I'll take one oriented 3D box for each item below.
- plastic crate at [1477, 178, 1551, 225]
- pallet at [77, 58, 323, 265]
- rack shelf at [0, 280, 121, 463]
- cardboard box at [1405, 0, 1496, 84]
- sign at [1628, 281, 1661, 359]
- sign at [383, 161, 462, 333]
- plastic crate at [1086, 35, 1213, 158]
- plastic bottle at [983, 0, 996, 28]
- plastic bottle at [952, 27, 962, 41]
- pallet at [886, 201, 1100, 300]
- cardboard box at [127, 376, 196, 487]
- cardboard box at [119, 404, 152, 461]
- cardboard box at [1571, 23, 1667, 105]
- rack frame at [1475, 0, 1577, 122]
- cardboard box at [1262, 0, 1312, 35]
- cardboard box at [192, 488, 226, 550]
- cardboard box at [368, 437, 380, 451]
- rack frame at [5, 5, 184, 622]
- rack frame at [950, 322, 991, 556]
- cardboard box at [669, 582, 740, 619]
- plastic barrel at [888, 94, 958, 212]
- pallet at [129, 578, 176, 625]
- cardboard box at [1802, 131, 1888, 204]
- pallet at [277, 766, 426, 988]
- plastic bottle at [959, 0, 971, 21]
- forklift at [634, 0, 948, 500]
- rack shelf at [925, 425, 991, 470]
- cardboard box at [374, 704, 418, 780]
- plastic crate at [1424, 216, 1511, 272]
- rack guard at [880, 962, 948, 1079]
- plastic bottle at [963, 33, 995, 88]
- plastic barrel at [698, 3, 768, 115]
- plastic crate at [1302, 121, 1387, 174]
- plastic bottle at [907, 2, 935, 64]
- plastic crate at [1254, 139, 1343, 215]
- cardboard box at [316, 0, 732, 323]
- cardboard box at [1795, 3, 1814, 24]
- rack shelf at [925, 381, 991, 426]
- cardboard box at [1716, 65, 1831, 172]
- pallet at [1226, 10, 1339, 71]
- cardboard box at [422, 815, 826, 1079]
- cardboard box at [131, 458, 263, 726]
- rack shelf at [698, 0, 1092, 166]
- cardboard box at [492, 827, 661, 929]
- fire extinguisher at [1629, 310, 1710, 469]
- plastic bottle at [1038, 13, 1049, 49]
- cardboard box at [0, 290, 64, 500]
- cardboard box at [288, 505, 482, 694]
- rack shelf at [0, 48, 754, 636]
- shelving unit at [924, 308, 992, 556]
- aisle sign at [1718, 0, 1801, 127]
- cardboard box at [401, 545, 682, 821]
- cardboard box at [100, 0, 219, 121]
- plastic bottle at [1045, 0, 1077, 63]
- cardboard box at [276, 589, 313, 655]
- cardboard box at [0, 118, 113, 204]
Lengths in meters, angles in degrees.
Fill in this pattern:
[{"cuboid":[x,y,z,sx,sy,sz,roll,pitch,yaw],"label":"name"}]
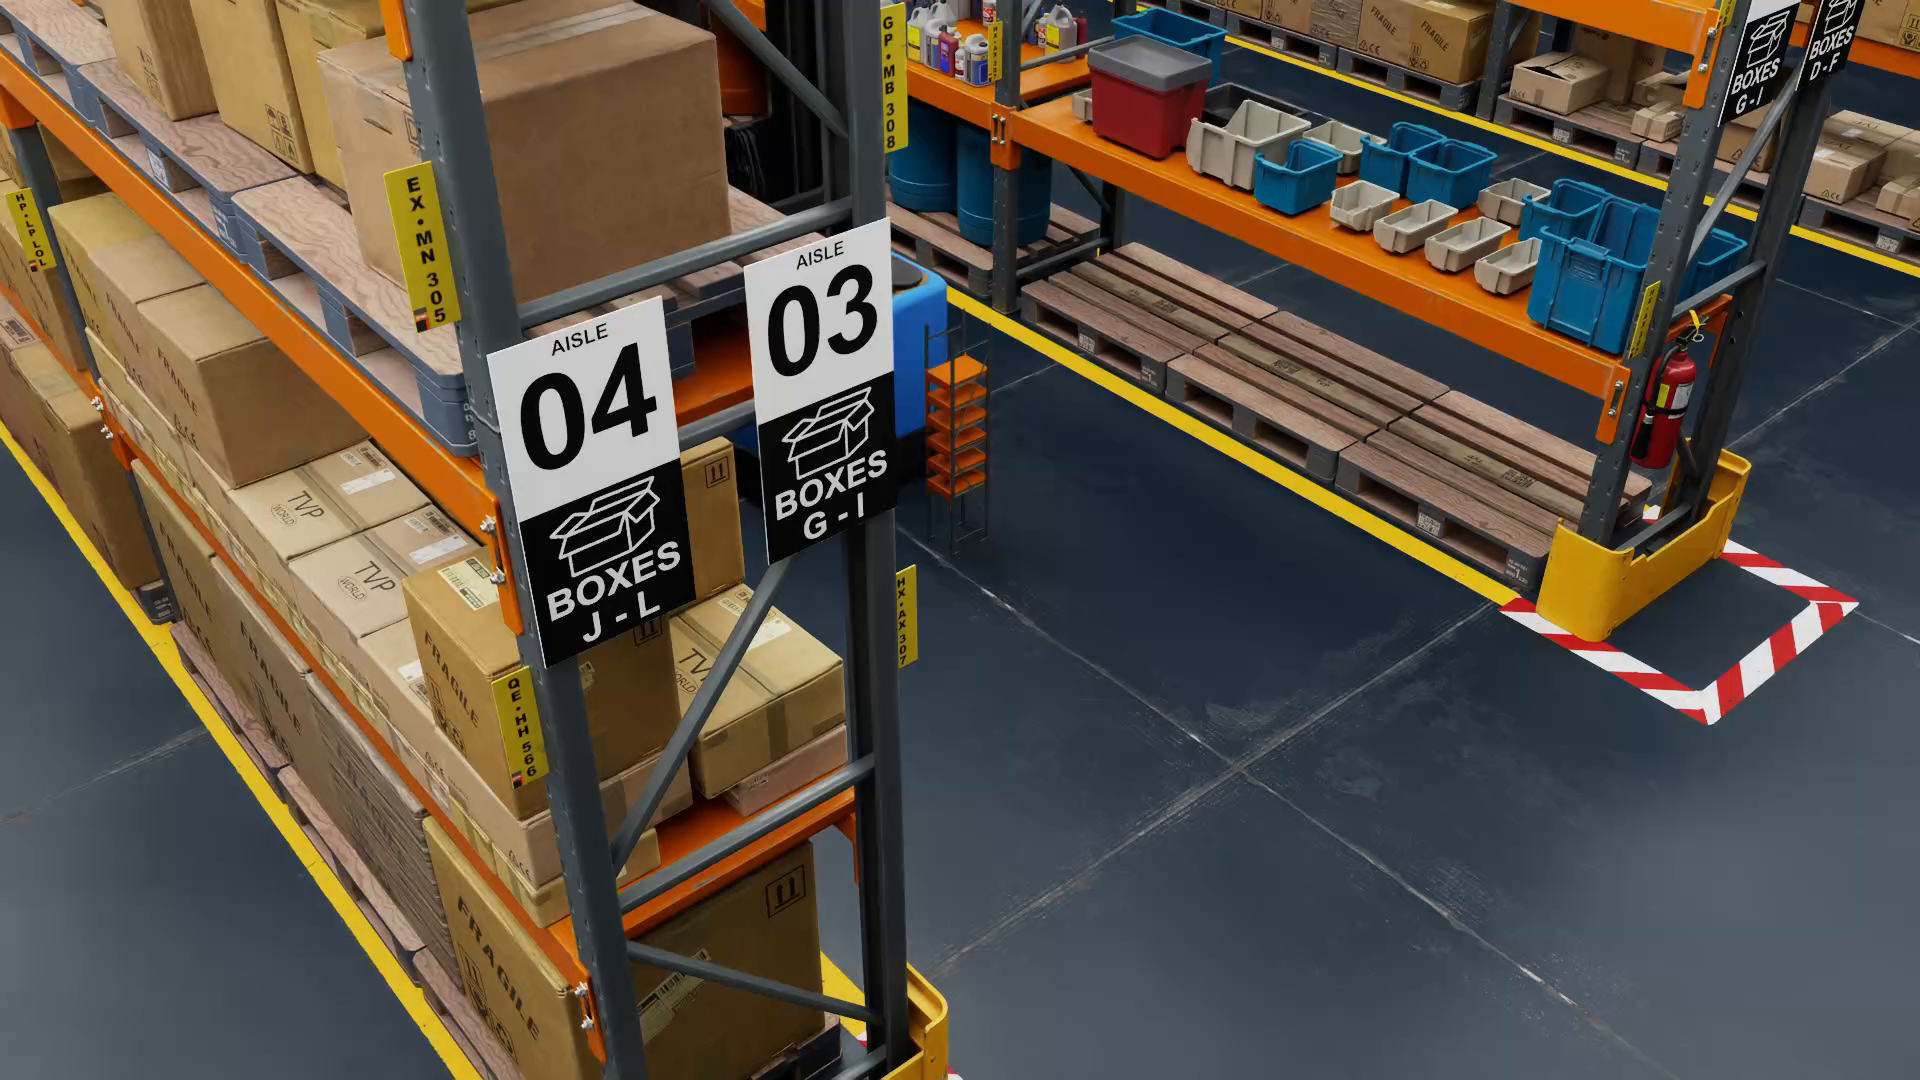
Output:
[{"cuboid":[2.709,-1.661,8.176,0.250,0.136,0.298,-26,43,-32],"label":"plastic crate"},{"cuboid":[-1.864,-1.243,4.892,1.003,0.211,1.213,-26,43,-32],"label":"pallet"},{"cuboid":[-4.457,-1.548,8.463,1.077,0.370,4.000,-26,43,-32],"label":"rack shelf"},{"cuboid":[3.866,-3.922,12.975,0.500,0.500,0.500,-26,43,-32],"label":"cardboard box"},{"cuboid":[2.788,-0.894,6.776,0.100,0.325,0.005,-26,43,-32],"label":"sign"},{"cuboid":[-1.009,-0.550,3.138,0.100,0.325,0.005,-26,43,-32],"label":"sign"},{"cuboid":[1.002,-2.369,8.893,0.402,0.464,0.583,-26,43,-32],"label":"plastic crate"},{"cuboid":[0.194,-3.381,10.600,0.097,0.201,0.097,0,35,0],"label":"plastic bottle"},{"cuboid":[-0.037,-2.995,10.055,0.097,0.201,0.097,0,35,0],"label":"plastic bottle"},{"cuboid":[0.151,-2.025,10.926,1.003,0.211,1.213,-26,43,-32],"label":"pallet"},{"cuboid":[-2.746,-0.493,6.223,0.500,0.250,0.500,-26,43,-32],"label":"cardboard box"},{"cuboid":[-3.060,-0.486,6.558,0.380,0.149,0.250,-28,44,-33],"label":"cardboard box"},{"cuboid":[4.988,-3.666,12.613,0.500,0.500,0.500,-26,43,-32],"label":"cardboard box"},{"cuboid":[4.403,-4.652,12.223,1.000,3.000,0.127,-26,43,-32],"label":"rack frame"},{"cuboid":[2.900,-4.589,13.917,0.500,0.500,0.500,-28,44,-33],"label":"cardboard box"},{"cuboid":[-2.554,-0.141,6.072,0.380,0.149,0.250,-27,43,-32],"label":"cardboard box"},{"cuboid":[-2.016,-0.469,6.190,0.500,0.250,0.500,-25,42,-31],"label":"cardboard box"},{"cuboid":[-3.167,-0.959,7.009,1.000,3.000,0.127,-26,43,-32],"label":"rack frame"},{"cuboid":[0.050,-0.456,7.855,0.240,1.200,0.006,-26,43,-32],"label":"rack frame"},{"cuboid":[-1.029,0.207,5.234,0.500,0.250,0.500,-27,43,-32],"label":"cardboard box"},{"cuboid":[-0.178,-2.680,10.892,0.600,0.901,0.708,-26,43,-32],"label":"plastic barrel"},{"cuboid":[-3.722,-0.134,8.256,1.003,0.211,1.213,-26,43,-32],"label":"pallet"},{"cuboid":[5.855,-2.522,11.214,0.500,0.250,0.500,-26,43,-32],"label":"cardboard box"},{"cuboid":[-1.944,1.083,6.538,1.003,0.211,1.213,-26,43,-32],"label":"pallet"},{"cuboid":[0.012,-3.511,10.719,0.152,0.276,0.135,-26,43,-32],"label":"plastic bottle"},{"cuboid":[-1.401,-2.063,8.627,1.130,2.935,3.031,-27,43,-33],"label":"forklift"},{"cuboid":[-0.009,-0.460,7.938,0.258,0.103,0.180,-26,43,-32],"label":"rack shelf"},{"cuboid":[-1.558,0.539,5.111,0.380,0.149,0.250,-25,42,-31],"label":"cardboard box"},{"cuboid":[2.358,-1.383,7.784,0.396,0.136,0.243,-26,43,-32],"label":"plastic crate"},{"cuboid":[-0.570,1.838,5.223,1.175,0.500,0.348,-26,43,-32],"label":"rack guard"},{"cuboid":[0.116,-2.809,9.728,0.152,0.276,0.135,-26,43,-32],"label":"plastic bottle"},{"cuboid":[-1.636,-3.648,12.320,0.600,0.830,0.708,-26,43,-32],"label":"plastic barrel"},{"cuboid":[1.970,-2.066,8.749,0.293,0.136,0.466,-26,43,-32],"label":"plastic crate"},{"cuboid":[-0.226,-3.070,10.032,0.144,0.351,0.185,-26,43,-32],"label":"plastic bottle"},{"cuboid":[1.677,-1.807,8.300,0.416,0.233,0.300,-26,43,-32],"label":"plastic crate"},{"cuboid":[-0.962,-0.880,3.765,0.700,0.500,0.500,-29,44,-34],"label":"cardboard box"},{"cuboid":[5.507,-3.696,10.786,0.500,0.500,0.500,-27,43,-32],"label":"cardboard box"},{"cuboid":[-0.009,-0.656,7.799,0.258,0.103,0.180,-26,43,-32],"label":"rack shelf"},{"cuboid":[5.620,-2.985,11.649,0.797,0.503,0.637,-26,43,-32],"label":"cardboard box"},{"cuboid":[3.058,-4.398,14.277,1.003,0.211,1.213,-26,43,-32],"label":"pallet"},{"cuboid":[-1.059,1.250,5.365,0.875,0.875,0.875,-26,43,-32],"label":"cardboard box"},{"cuboid":[-2.802,0.058,7.048,0.875,0.875,0.875,-26,43,-32],"label":"cardboard box"},{"cuboid":[-0.674,-3.396,11.072,1.077,0.370,4.000,-26,43,-32],"label":"rack shelf"},{"cuboid":[-1.067,0.875,4.636,0.380,0.149,0.250,-25,42,-31],"label":"cardboard box"},{"cuboid":[2.948,-0.620,6.920,0.296,0.674,0.183,-26,43,-32],"label":"fire extinguisher"},{"cuboid":[0.532,-3.149,10.273,0.097,0.201,0.097,0,35,0],"label":"plastic bottle"},{"cuboid":[-4.172,-0.933,8.446,1.225,0.875,0.875,-28,44,-33],"label":"cardboard box"},{"cuboid":[-1.756,0.183,5.268,0.500,0.250,0.500,-28,44,-33],"label":"cardboard box"},{"cuboid":[-1.876,-1.006,5.103,1.077,0.370,4.000,-26,43,-32],"label":"rack shelf"},{"cuboid":[-0.009,-0.496,7.912,0.258,1.200,0.189,-26,43,-32],"label":"shelving unit"},{"cuboid":[3.021,-1.960,6.173,0.394,0.787,0.004,-26,43,-32],"label":"aisle sign"},{"cuboid":[-1.101,0.324,4.421,0.500,0.500,0.500,-25,43,-31],"label":"cardboard box"},{"cuboid":[-2.043,-1.590,4.768,0.700,0.500,0.500,-24,42,-30],"label":"cardboard box"},{"cuboid":[0.611,-3.080,10.047,0.144,0.351,0.185,-26,43,-32],"label":"plastic bottle"},{"cuboid":[-2.053,0.200,5.589,0.380,0.149,0.250,-25,42,-31],"label":"cardboard box"},{"cuboid":[-3.585,-1.688,7.084,0.797,0.503,0.637,-27,43,-33],"label":"cardboard box"}]
